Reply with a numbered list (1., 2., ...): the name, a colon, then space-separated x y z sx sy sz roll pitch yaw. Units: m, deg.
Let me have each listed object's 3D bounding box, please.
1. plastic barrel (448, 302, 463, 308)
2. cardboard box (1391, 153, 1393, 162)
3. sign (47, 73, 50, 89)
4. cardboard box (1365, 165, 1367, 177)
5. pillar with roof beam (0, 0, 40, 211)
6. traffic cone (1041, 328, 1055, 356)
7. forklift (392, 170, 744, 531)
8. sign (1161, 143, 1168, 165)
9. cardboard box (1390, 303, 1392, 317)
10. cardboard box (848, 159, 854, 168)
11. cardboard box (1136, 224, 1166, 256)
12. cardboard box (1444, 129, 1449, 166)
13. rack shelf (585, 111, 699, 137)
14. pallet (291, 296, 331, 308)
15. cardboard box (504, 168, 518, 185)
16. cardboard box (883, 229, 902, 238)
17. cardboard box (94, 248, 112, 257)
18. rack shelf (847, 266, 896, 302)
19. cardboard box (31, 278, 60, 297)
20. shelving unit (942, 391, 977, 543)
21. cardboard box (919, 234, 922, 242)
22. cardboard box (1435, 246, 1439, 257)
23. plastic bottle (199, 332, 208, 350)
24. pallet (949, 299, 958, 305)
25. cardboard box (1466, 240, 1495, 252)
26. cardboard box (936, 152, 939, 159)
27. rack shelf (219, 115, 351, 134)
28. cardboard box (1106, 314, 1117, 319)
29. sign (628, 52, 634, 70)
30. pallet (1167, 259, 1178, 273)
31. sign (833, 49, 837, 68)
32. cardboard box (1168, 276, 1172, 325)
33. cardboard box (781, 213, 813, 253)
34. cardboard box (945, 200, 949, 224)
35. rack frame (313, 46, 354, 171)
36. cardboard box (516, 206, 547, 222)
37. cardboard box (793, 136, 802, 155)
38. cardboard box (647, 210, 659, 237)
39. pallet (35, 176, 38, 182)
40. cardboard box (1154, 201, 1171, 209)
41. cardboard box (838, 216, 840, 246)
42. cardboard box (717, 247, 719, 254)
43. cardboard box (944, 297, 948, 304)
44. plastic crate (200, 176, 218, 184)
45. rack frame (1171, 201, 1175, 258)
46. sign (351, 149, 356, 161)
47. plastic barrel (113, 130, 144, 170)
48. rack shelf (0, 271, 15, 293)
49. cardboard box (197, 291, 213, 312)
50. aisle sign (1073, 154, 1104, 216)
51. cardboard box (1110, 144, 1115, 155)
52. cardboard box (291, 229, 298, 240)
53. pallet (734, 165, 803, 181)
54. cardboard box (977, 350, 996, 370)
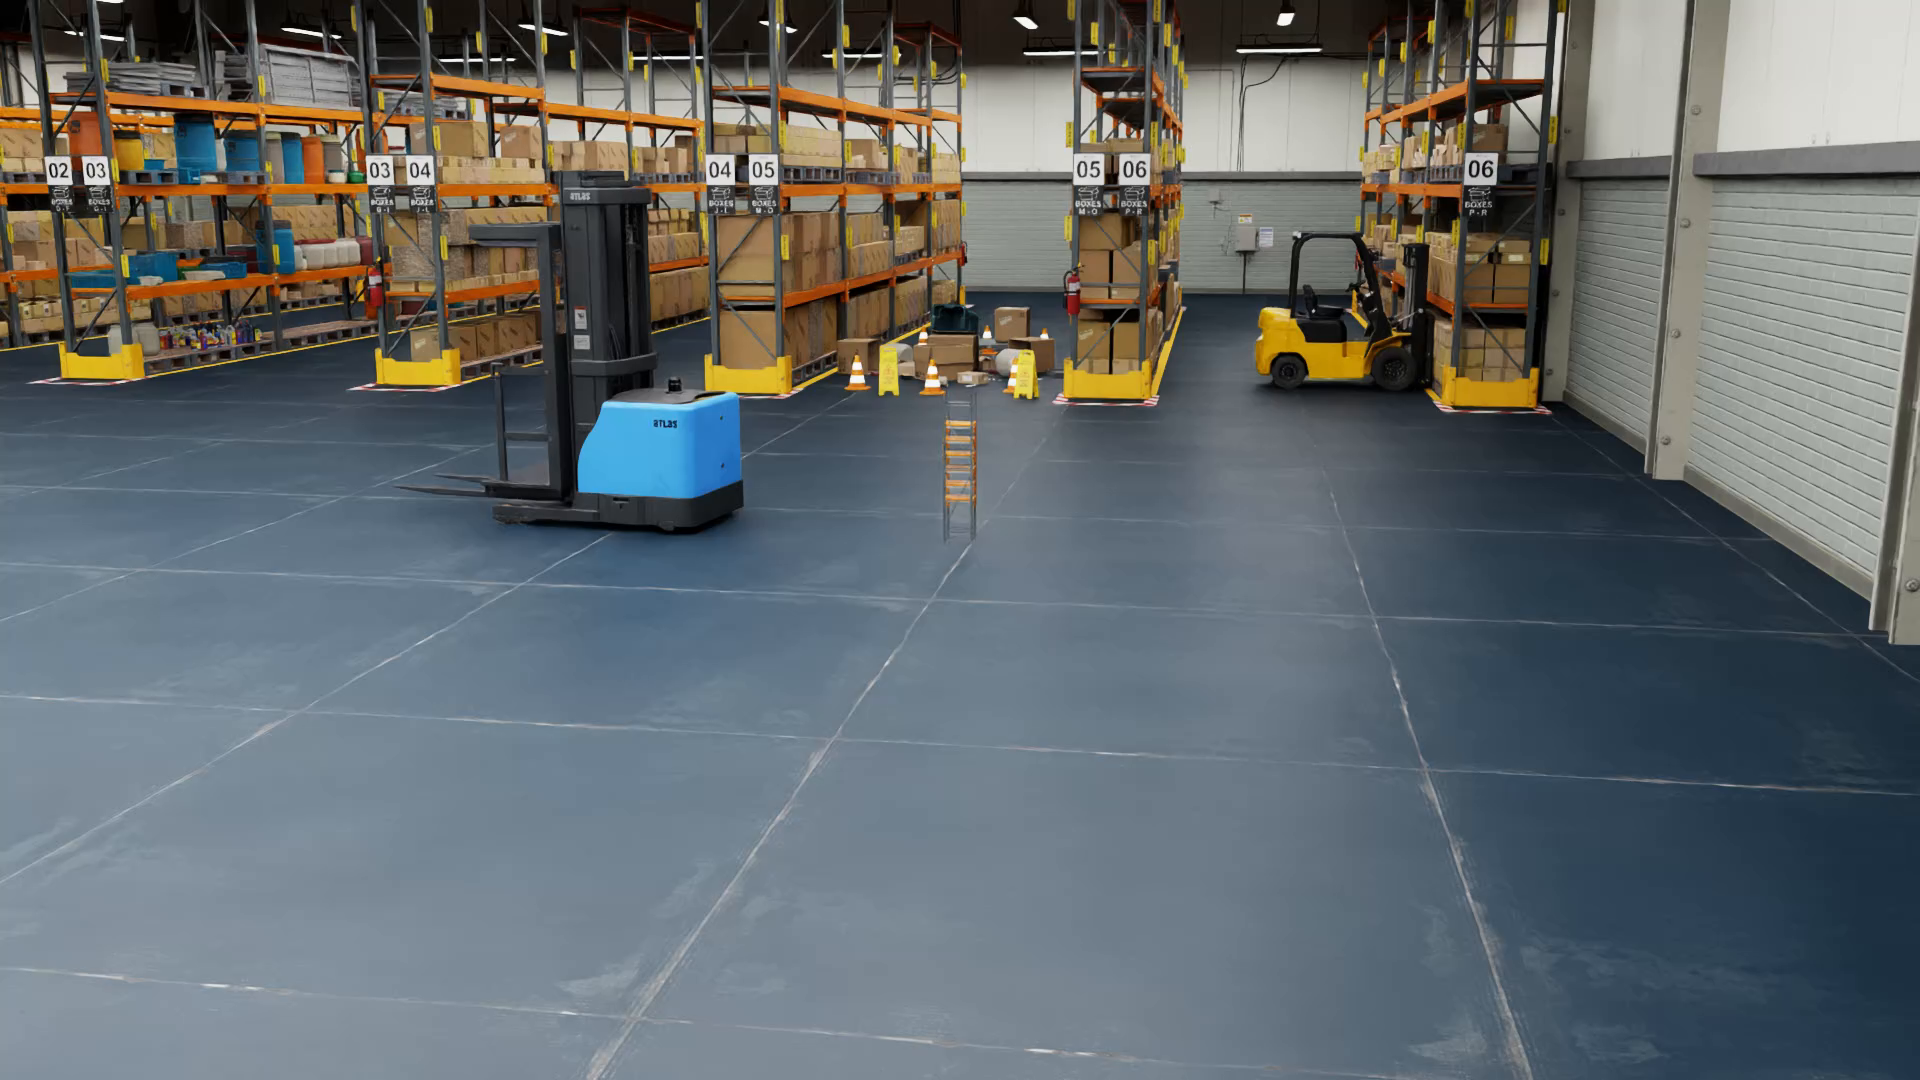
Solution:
1. plastic barrel: -10.958 -5.437 35.585 0.600 0.901 0.708 2 12 9
2. cardboard box: 8.078 -6.980 30.346 0.380 0.149 0.250 2 12 9
3. sign: -20.109 -10.104 36.612 0.100 0.325 0.005 2 12 9
4. cardboard box: 8.952 -7.909 35.604 0.500 0.250 0.500 2 12 10
5. pillar with roof beam: -17.140 -9.658 36.947 9.100 9.000 0.548 2 12 9
6. traffic cone: 1.405 -3.286 27.644 0.336 0.463 0.334 2 12 9
7. forklift: -3.464 -1.662 14.248 3.031 2.935 1.130 4 13 17
8. sign: 3.135 -5.926 25.524 0.100 0.325 0.005 2 12 9
9. cardboard box: 7.971 -3.974 29.750 0.500 0.500 0.500 2 12 10
10. cardboard box: -1.904 -6.168 27.236 0.250 0.149 0.380 2 12 9
11. cardboard box: 3.119 -4.918 27.252 0.500 0.500 0.500 2 12 8
12. cardboard box: 7.099 -5.432 22.979 0.797 0.503 0.637 2 12 10
13. rack shelf: -6.271 -8.179 32.740 1.077 0.370 4.000 2 12 9
14. pallet: -15.460 -5.566 38.818 1.003 0.211 1.213 2 12 9
15. cardboard box: -7.170 -5.619 25.683 0.500 0.250 0.500 2 12 8
16. cardboard box: -1.309 -5.820 31.568 0.380 0.149 0.250 1 12 6
17. cardboard box: -16.696 -5.475 31.990 0.500 0.311 0.500 2 12 8
18. rack shelf: -2.001 -4.427 28.623 1.077 0.370 4.000 2 12 9
19. cardboard box: -20.619 -5.706 36.955 0.750 0.750 0.750 2 12 9
20. shelving unit: -0.002 -0.584 13.353 0.258 1.200 0.189 2 12 9
21. cardboard box: -0.984 -6.112 33.625 0.380 0.149 0.250 2 12 9
22. cardboard box: 6.969 -4.106 23.647 0.380 0.149 0.250 1 12 7
23. plastic bottle: -12.064 -3.173 26.500 0.061 0.283 0.133 2 12 10
24. pallet: -0.635 -5.313 37.648 1.003 0.211 1.213 2 12 9
25. cardboard box: 6.735 -3.823 21.630 0.380 0.149 0.250 2 12 9
26. cardboard box: -0.652 -8.075 34.946 0.380 0.149 0.250 2 12 7
27. rack shelf: -15.444 -9.527 38.055 1.077 0.370 4.000 2 12 9
28. cardboard box: 2.010 -3.007 24.076 0.500 0.500 0.500 2 12 7
29. sign: -6.041 -8.789 30.512 0.100 0.325 0.005 2 12 9
30. pallet: 3.209 -4.810 29.149 1.213 0.211 1.003 2 12 9
31. sign: -2.231 -8.639 29.813 0.100 0.325 0.005 2 12 9
32. cardboard box: 3.543 -4.549 31.528 0.875 0.875 0.875 2 12 9
33. cardboard box: -2.615 -4.437 24.041 0.875 0.550 0.550 2 12 9
34. cardboard box: -0.515 -7.116 36.076 0.500 0.500 0.500 1 12 7
35. rack frame: -15.137 -10.297 39.911 1.000 3.000 0.127 2 12 9
36. cardboard box: -6.992 -5.125 26.836 0.500 0.500 0.500 2 12 9
37. cardboard box: -2.519 -5.520 23.284 0.500 0.250 0.500 2 12 8
38. cardboard box: -6.348 -6.203 32.539 0.797 0.503 0.637 2 12 10
39. pallet: -20.739 -7.871 36.232 0.805 0.209 1.217 1 12 6
40. cardboard box: 4.133 -6.800 33.778 0.380 0.149 0.250 2 12 8
41. cardboard box: -2.238 -5.004 26.980 0.700 0.500 0.500 2 12 8
42. cardboard box: -5.471 -6.302 36.211 0.380 0.149 0.250 2 12 7
43. cardboard box: -0.468 -5.284 36.660 0.380 0.149 0.250 2 12 10
44. plastic crate: -11.936 -5.695 26.304 0.243 0.136 0.396 2 12 9
45. rack frame: 3.828 -5.888 33.696 1.000 3.000 0.127 2 12 9
46. sign: -14.591 -9.241 40.031 0.100 0.325 0.005 2 12 9
47. plastic barrel: -12.654 -5.877 25.080 0.600 0.588 0.600 0 12 0
48. rack shelf: -17.290 -4.098 27.096 1.077 0.370 4.000 2 12 9
49. cardboard box: -15.857 -4.991 34.420 0.500 0.500 0.500 2 12 8
50. aisle sign: 1.687 -4.658 21.815 0.394 0.787 0.004 2 12 9
51. cardboard box: 1.932 -5.361 22.833 0.380 0.149 0.250 2 12 9
52. cardboard box: -15.328 -6.784 37.615 0.500 0.500 0.500 2 12 10
53. pallet: -2.820 -5.108 23.163 1.003 0.211 1.213 2 12 9
54. cardboard box: 0.352 -2.786 25.793 0.258 0.266 0.396 -7 14 -30
